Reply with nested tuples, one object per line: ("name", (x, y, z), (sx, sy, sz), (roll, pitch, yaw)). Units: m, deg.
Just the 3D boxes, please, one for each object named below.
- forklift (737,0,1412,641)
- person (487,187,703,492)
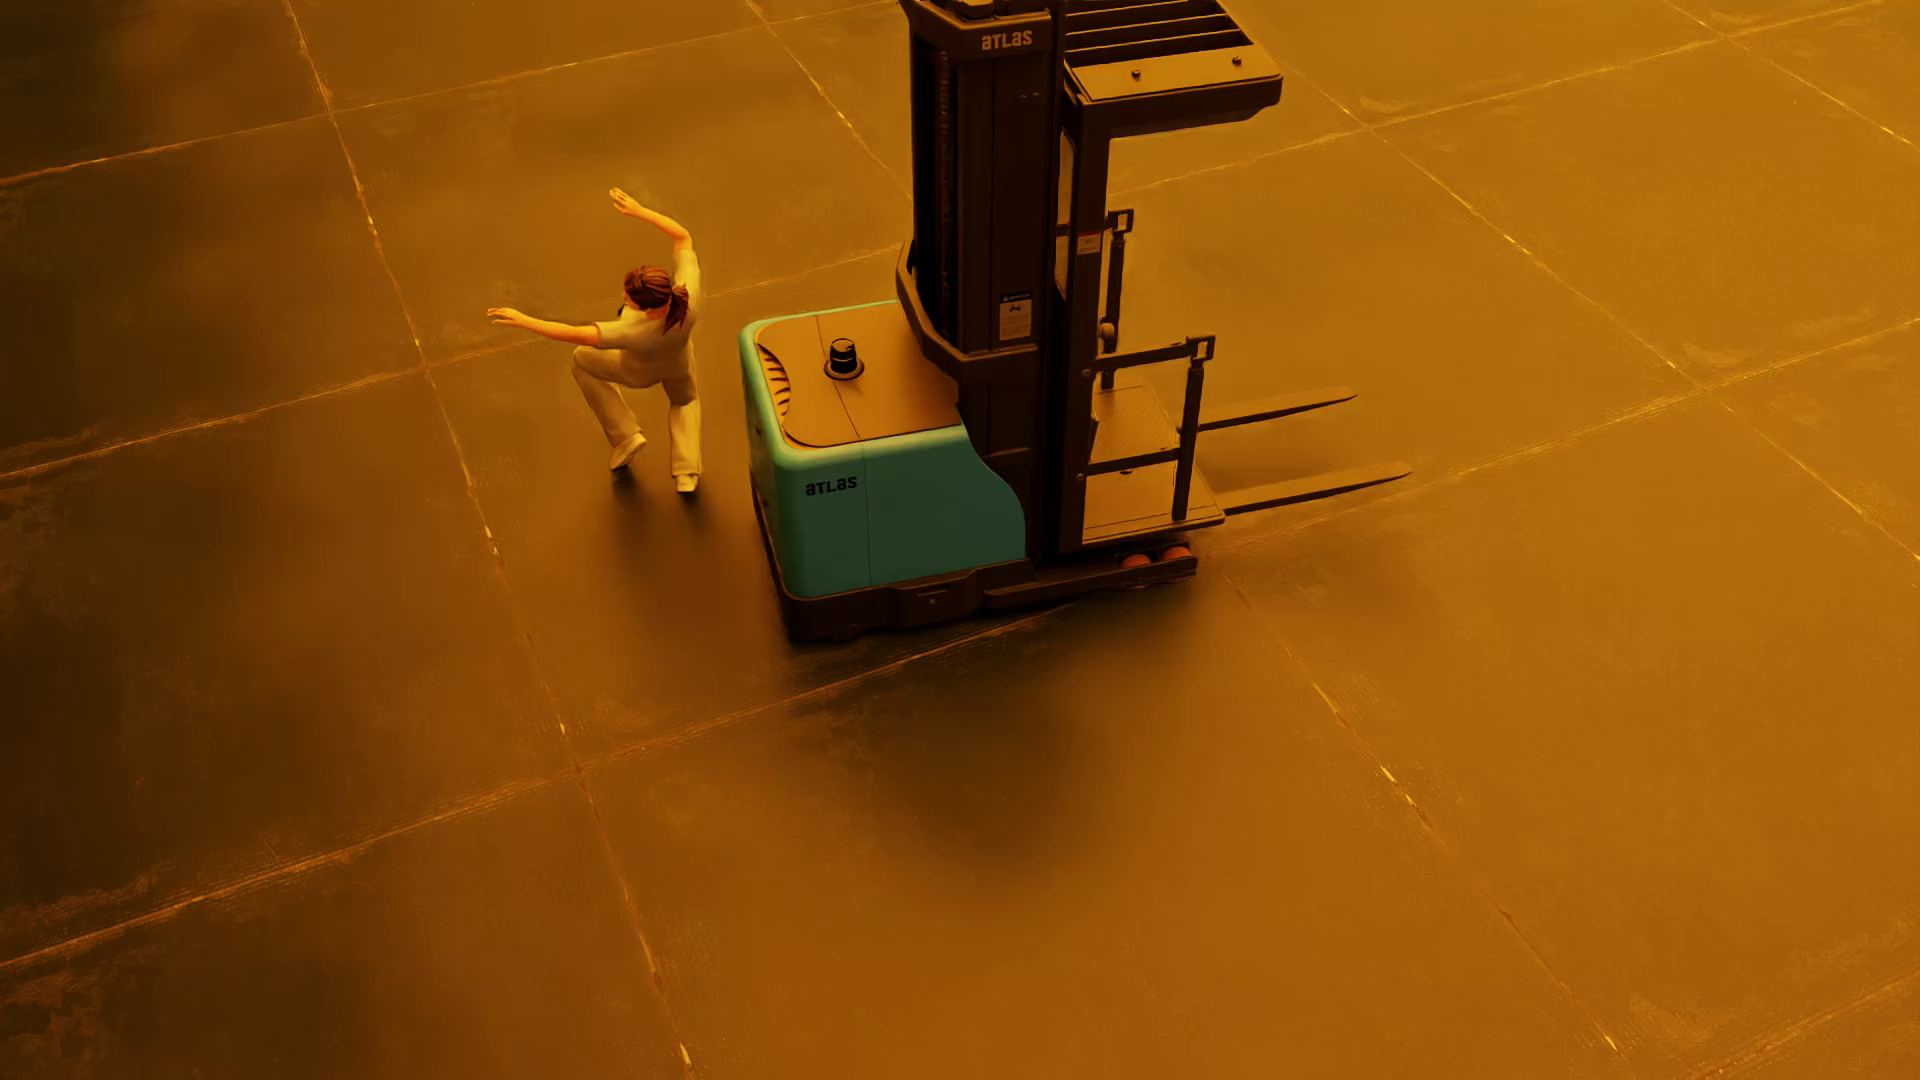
("forklift", (0.589, -1.183, 6.948), (3.031, 2.935, 1.130), (-10, 44, -11))
("person", (-1.639, -0.829, 7.602), (0.980, 1.555, 0.802), (-21, 47, -21))
